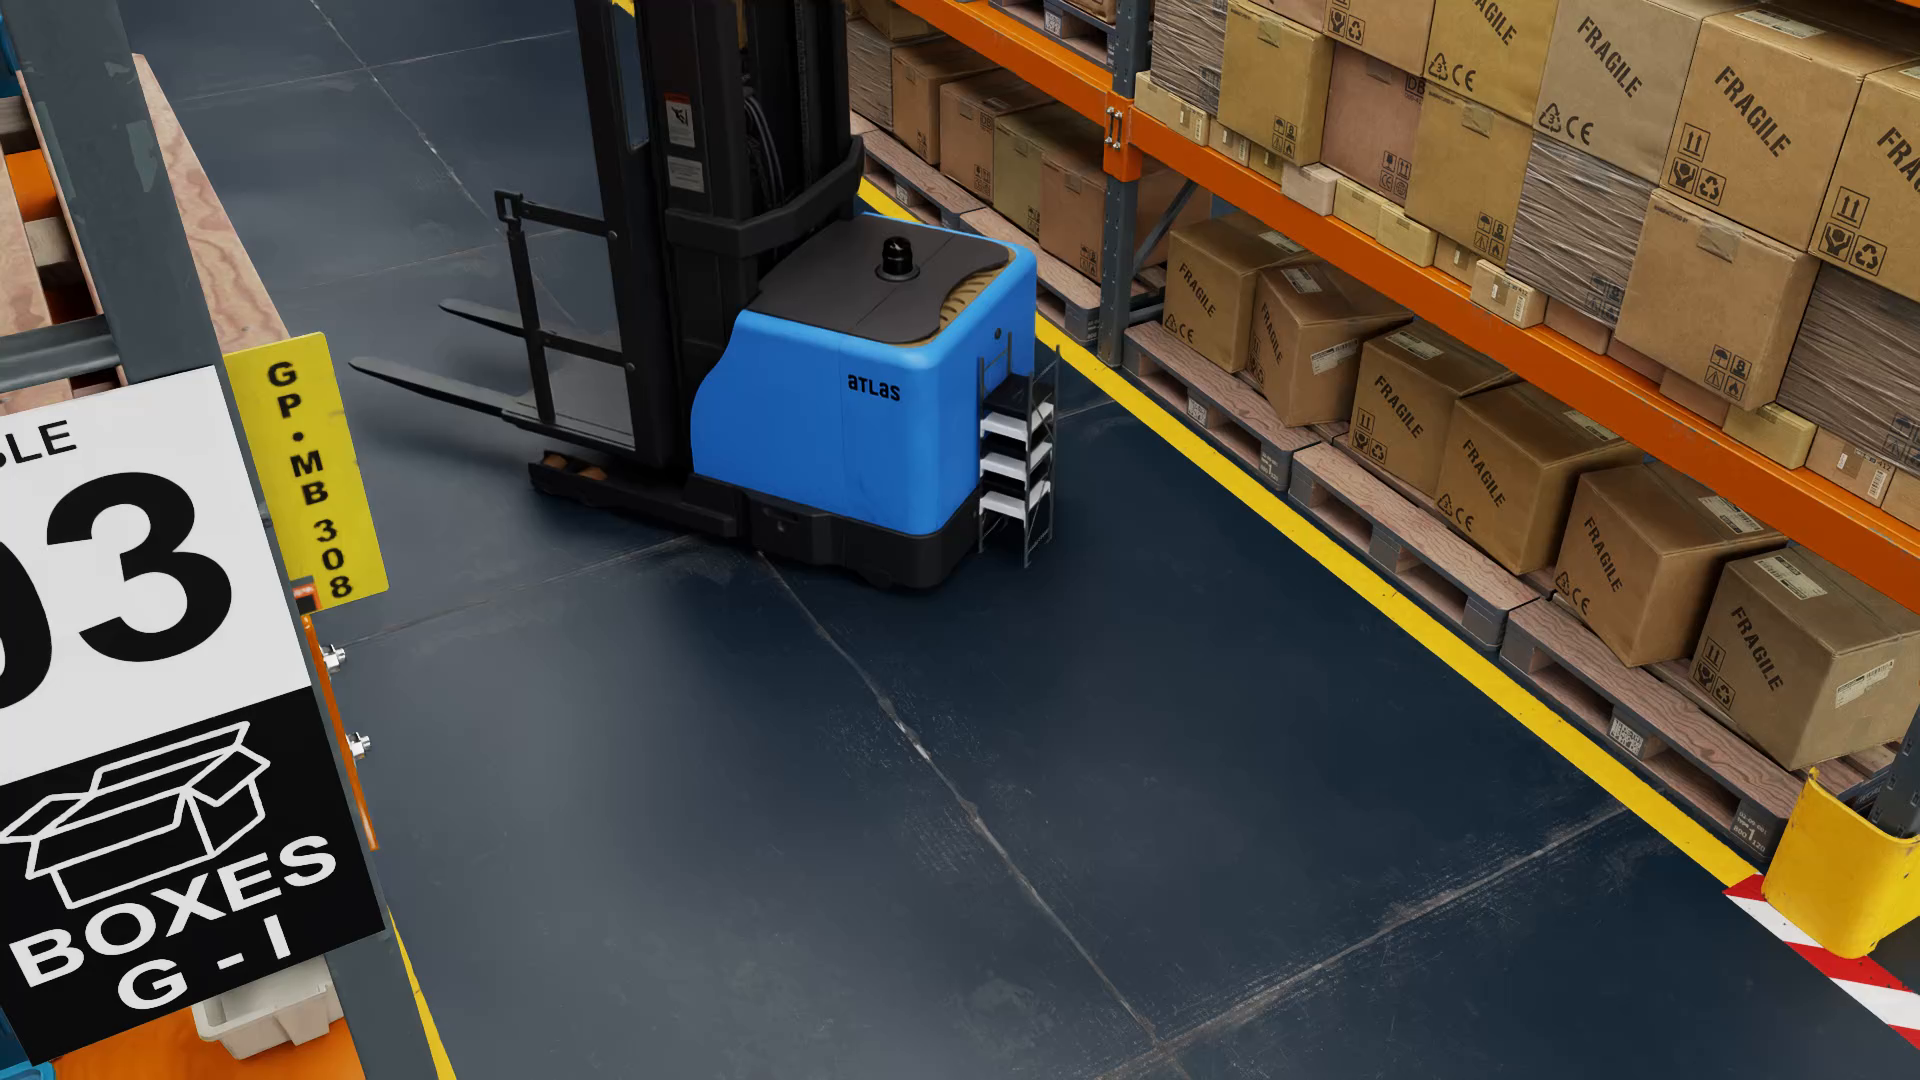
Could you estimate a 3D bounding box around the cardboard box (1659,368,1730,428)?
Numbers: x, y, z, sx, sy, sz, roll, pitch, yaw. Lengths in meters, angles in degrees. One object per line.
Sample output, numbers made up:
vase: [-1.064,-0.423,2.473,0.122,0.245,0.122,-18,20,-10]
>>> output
cardboard box: [2.395,-0.509,5.117,0.380,0.149,0.250,-19,40,-24]

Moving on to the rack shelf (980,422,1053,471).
rack shelf: [0.224,-0.384,6.417,0.200,0.077,0.258,18,40,23]

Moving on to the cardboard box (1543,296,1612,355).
cardboard box: [2.160,-0.770,5.474,0.380,0.149,0.250,-19,40,-24]

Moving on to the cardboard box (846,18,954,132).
cardboard box: [-0.252,-2.788,9.770,0.700,0.500,0.500,-22,42,-28]

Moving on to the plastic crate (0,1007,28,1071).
plastic crate: [-1.990,0.874,3.137,0.499,0.251,0.408,-19,40,-24]

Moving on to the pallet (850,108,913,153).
pallet: [-0.504,-2.709,10.280,1.003,0.211,1.213,-19,40,-24]

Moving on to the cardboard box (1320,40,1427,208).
cardboard box: [1.846,-1.617,6.083,0.875,0.500,0.500,-19,40,-24]

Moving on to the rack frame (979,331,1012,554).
rack frame: [0.135,-0.368,6.490,0.006,0.900,0.240,18,40,23]

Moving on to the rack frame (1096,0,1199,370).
rack frame: [1.114,-2.194,7.211,1.000,3.000,0.127,-19,40,-24]

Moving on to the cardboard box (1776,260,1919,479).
cardboard box: [2.871,-0.604,4.696,0.875,0.500,0.500,-19,40,-24]

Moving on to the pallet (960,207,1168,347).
pallet: [0.722,-1.465,8.577,1.003,0.211,1.213,-19,40,-24]

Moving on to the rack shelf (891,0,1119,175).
rack shelf: [0.109,-2.924,8.820,1.077,0.370,4.000,-19,40,-24]

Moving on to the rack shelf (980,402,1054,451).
rack shelf: [0.224,-0.457,6.364,0.200,0.077,0.258,18,40,23]

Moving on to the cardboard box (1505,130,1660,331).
cardboard box: [2.302,-1.091,5.363,0.875,0.500,0.500,-19,40,-24]

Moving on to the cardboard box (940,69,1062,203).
cardboard box: [0.320,-2.216,8.987,0.700,0.500,0.500,-23,42,-28]

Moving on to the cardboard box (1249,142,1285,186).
cardboard box: [1.360,-1.519,6.499,0.380,0.149,0.250,-19,40,-24]

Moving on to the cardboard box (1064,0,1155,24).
cardboard box: [0.836,-3.053,7.522,1.000,1.000,1.000,-19,40,-24]

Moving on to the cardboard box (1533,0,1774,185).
cardboard box: [2.129,-1.435,4.987,0.500,0.500,0.500,-19,40,-24]

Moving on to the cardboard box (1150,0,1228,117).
cardboard box: [1.287,-2.107,6.755,0.875,0.500,0.500,-19,40,-24]

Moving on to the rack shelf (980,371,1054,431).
rack shelf: [0.224,-0.530,6.311,0.200,0.077,0.258,18,40,23]

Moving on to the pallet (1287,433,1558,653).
pallet: [2.099,-0.113,6.726,1.003,0.211,1.213,-19,40,-24]

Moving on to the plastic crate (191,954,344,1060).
plastic crate: [-1.330,0.868,3.242,0.298,0.136,0.250,-19,40,-24]

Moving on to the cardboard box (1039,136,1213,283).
cardboard box: [0.824,-1.682,8.256,0.700,0.500,0.500,-22,42,-27]

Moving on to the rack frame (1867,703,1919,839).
rack frame: [3.124,-0.155,4.418,1.000,3.000,0.127,-19,40,-24]

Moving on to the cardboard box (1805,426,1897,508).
cardboard box: [2.677,-0.265,4.783,0.380,0.149,0.250,-19,40,-24]

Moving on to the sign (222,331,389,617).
sign: [-0.681,-0.063,1.742,0.100,0.325,0.005,-19,40,-24]

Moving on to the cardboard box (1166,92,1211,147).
cardboard box: [1.077,-1.763,6.833,0.380,0.149,0.250,-19,40,-24]

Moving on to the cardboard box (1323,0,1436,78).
cardboard box: [1.624,-1.944,5.684,0.500,0.500,0.500,-19,40,-24]

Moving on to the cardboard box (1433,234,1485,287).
cardboard box: [1.892,-1.019,5.815,0.380,0.149,0.250,-19,40,-24]

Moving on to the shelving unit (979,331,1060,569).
shelving unit: [0.224,-0.339,6.451,0.210,0.900,0.258,18,40,23]

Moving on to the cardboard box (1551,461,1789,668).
cardboard box: [2.495,0.067,5.878,0.500,0.500,0.500,-9,37,-12]

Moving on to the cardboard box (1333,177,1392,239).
cardboard box: [1.611,-1.264,6.150,0.380,0.149,0.250,-19,40,-24]

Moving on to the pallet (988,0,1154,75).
pallet: [0.856,-2.550,7.861,1.003,0.211,1.213,-19,40,-24]

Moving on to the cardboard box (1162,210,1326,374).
cardboard box: [1.281,-1.139,7.529,0.500,0.500,0.500,-20,41,-25]

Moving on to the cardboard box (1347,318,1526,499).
cardboard box: [1.955,-0.556,6.731,0.500,0.500,0.500,-23,42,-28]

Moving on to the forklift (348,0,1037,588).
forklift: [-1.239,-1.586,6.437,3.031,2.935,1.130,16,39,21]

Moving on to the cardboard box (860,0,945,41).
cardboard box: [-0.258,-3.105,9.569,0.500,0.250,0.500,-14,39,-19]

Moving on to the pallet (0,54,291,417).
pallet: [-1.490,-0.273,2.197,1.003,0.211,1.213,-19,40,-24]

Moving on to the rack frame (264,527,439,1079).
rack frame: [-1.159,1.313,2.409,1.000,3.000,0.127,-19,40,-24]

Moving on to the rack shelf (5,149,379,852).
rack shelf: [-2.163,-0.628,3.133,1.077,0.370,4.000,-19,40,-24]

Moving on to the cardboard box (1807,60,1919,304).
cardboard box: [2.634,-0.926,4.290,0.500,0.500,0.500,-19,40,-24]
